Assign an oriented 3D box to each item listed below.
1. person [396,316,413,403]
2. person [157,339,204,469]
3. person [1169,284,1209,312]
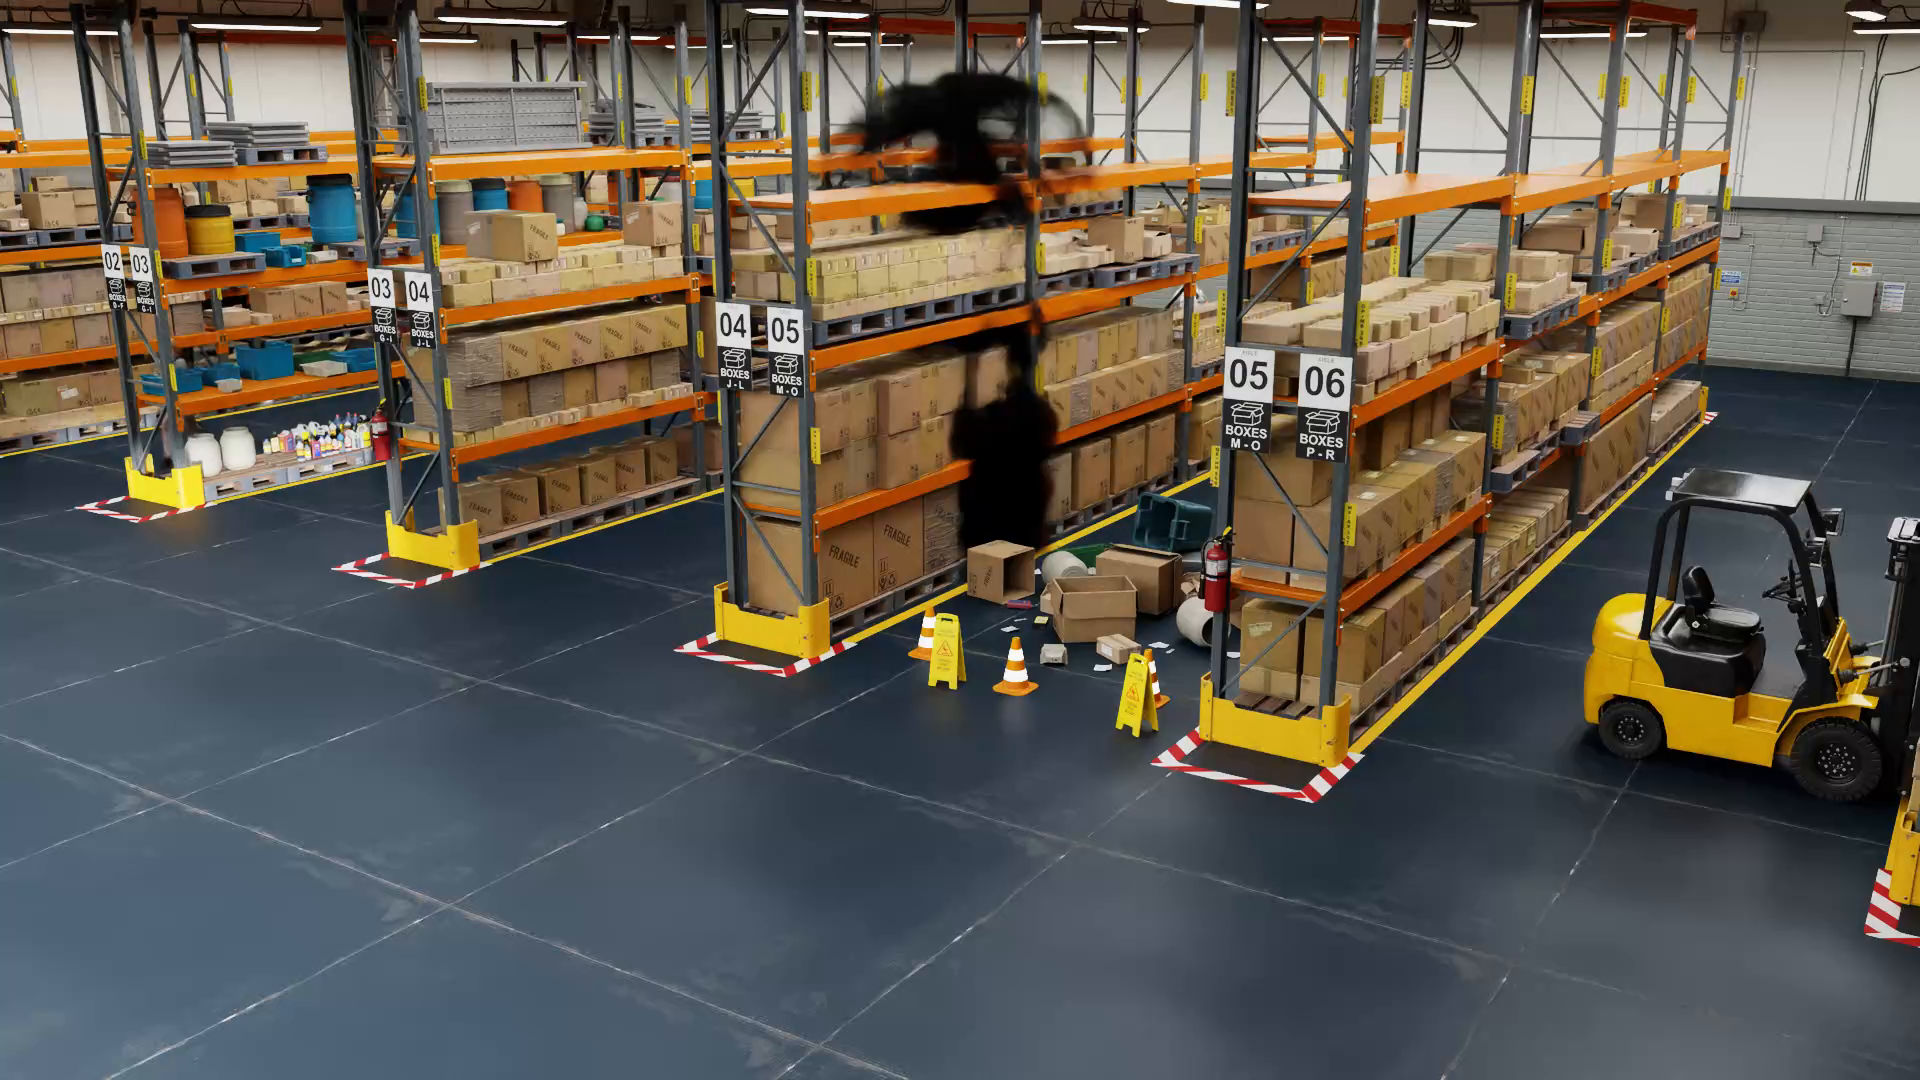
[{"bbox_3d":[-9.037,-2.975,27.187,0.588,1.461,0.575,7,17,25],"label":"person"},{"bbox_3d":[-10.674,-1.876,22.789,0.630,1.785,0.789,8,18,28],"label":"person"},{"bbox_3d":[4.182,-4.004,30.391,0.715,1.733,0.732,0,16,0],"label":"person"}]
